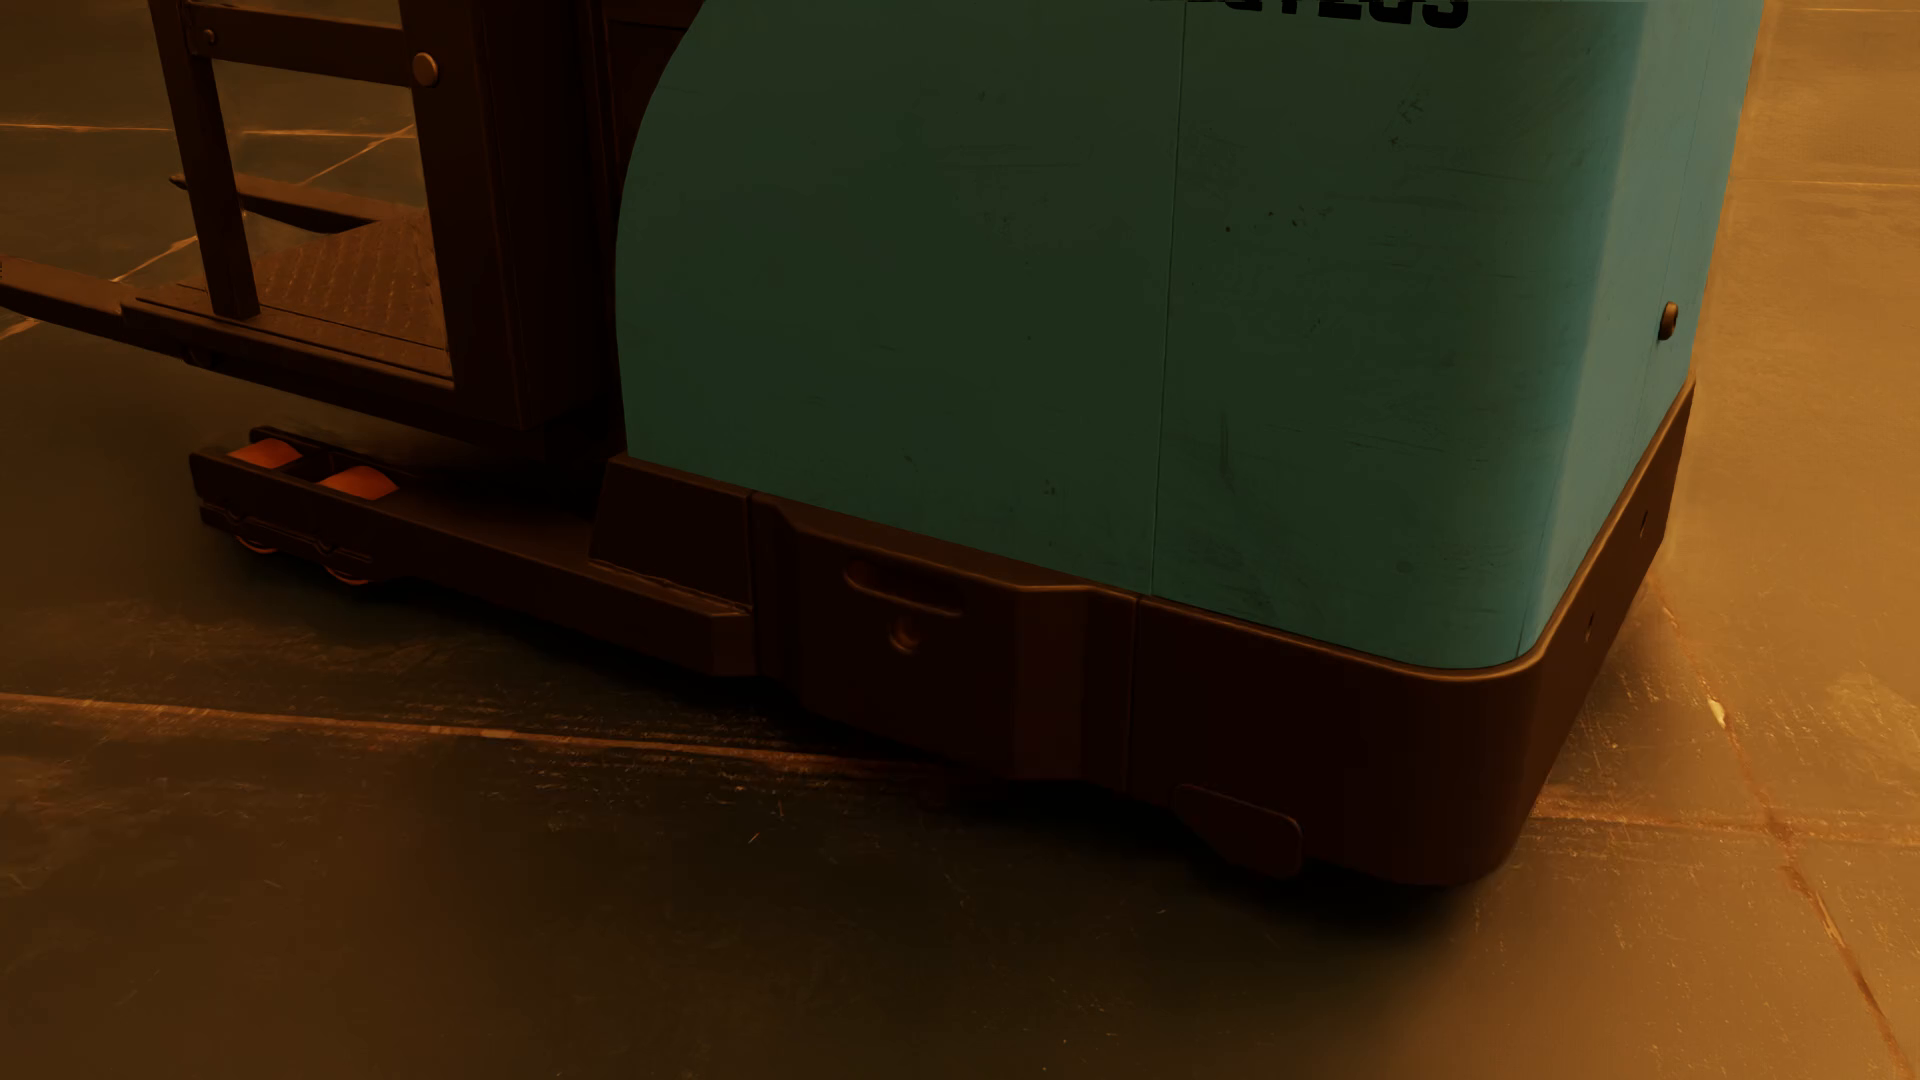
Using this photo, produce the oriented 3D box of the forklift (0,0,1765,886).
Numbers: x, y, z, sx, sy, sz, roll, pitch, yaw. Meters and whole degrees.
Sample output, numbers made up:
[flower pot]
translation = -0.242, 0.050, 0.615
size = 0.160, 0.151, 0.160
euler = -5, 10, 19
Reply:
[forklift]
translation = -0.528, -1.433, 2.089
size = 3.031, 2.935, 1.130
euler = 15, 30, 27
